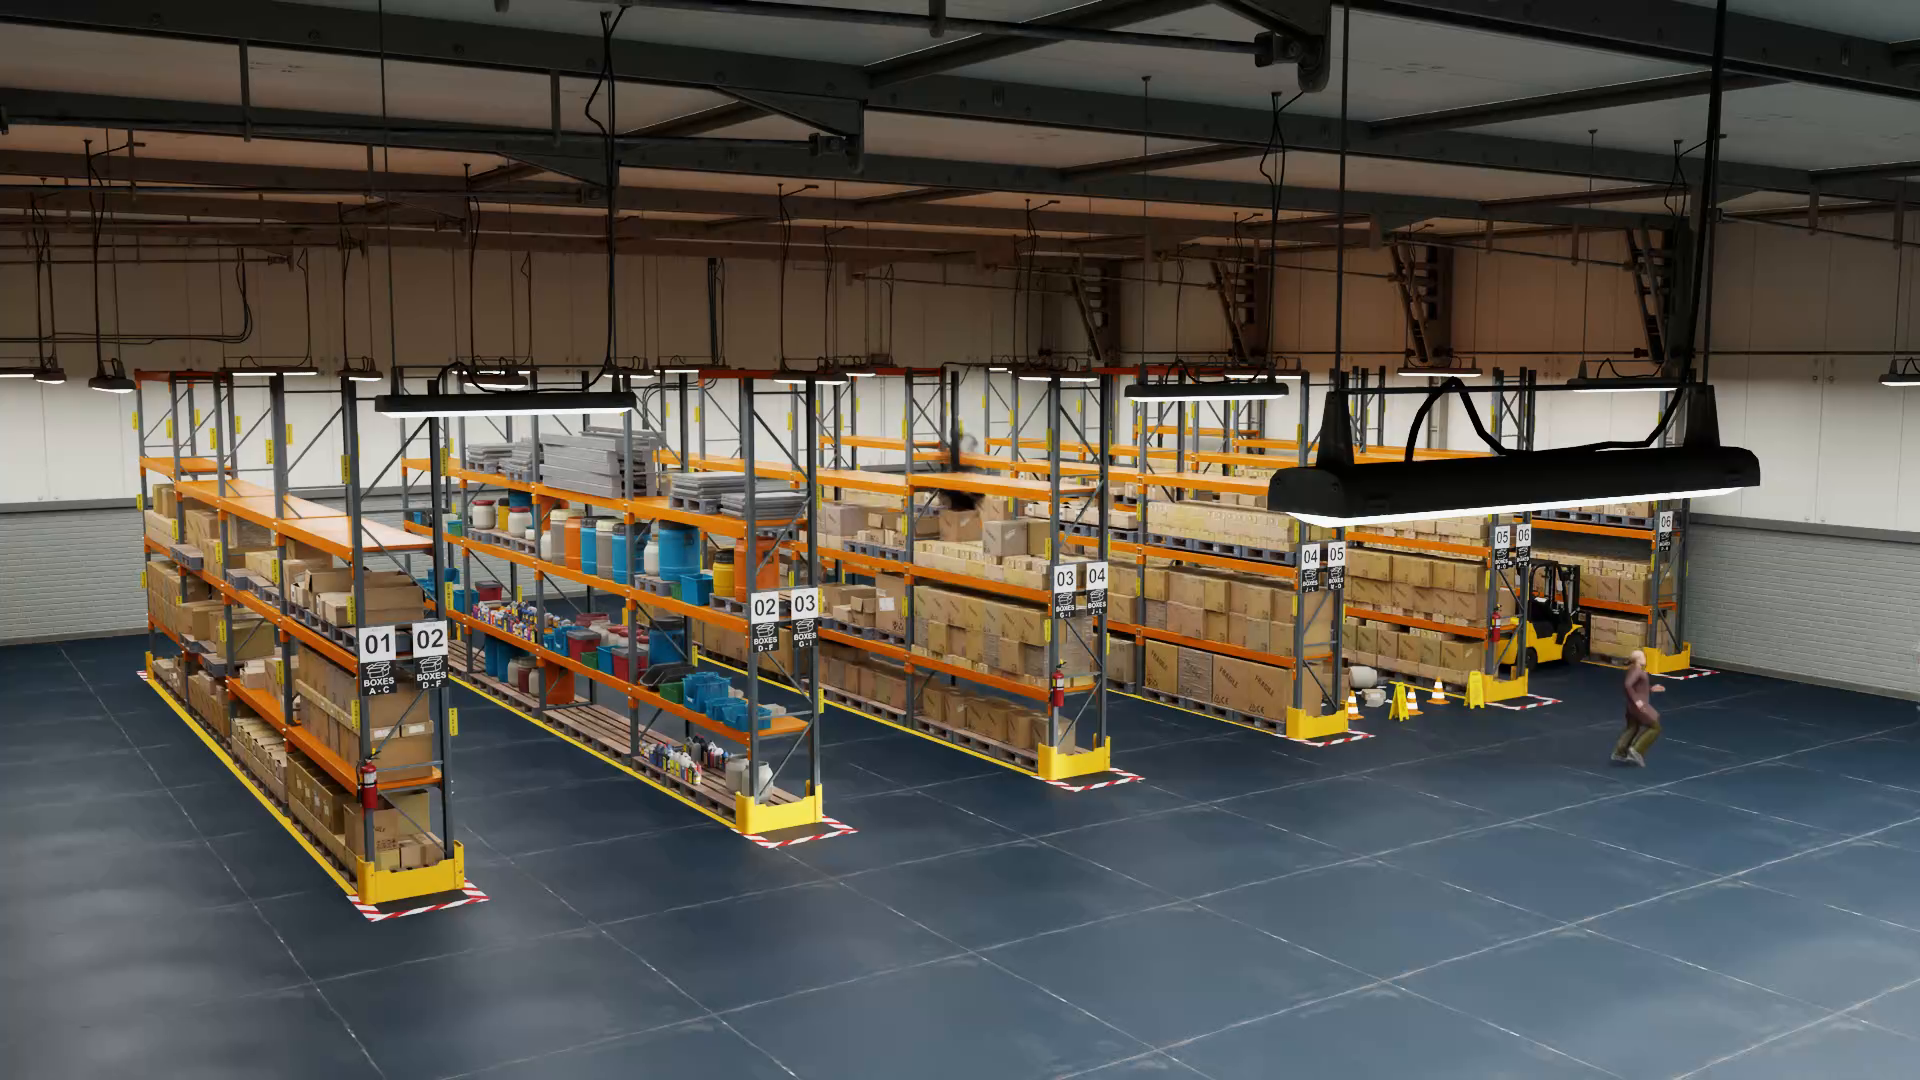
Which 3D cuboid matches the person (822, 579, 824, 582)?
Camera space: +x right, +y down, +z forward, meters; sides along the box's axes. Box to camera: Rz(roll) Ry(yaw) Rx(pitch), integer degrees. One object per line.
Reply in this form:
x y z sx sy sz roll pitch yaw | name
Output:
-2.951 1.577 35.314 0.531 1.552 0.555 -6 9 -42 | person

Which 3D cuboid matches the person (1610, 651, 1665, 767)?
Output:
10.406 2.590 25.484 0.762 1.776 0.675 1 6 6 | person

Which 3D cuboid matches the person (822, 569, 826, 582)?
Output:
-3.343 1.283 38.206 0.637 1.524 0.932 -4 7 -29 | person
